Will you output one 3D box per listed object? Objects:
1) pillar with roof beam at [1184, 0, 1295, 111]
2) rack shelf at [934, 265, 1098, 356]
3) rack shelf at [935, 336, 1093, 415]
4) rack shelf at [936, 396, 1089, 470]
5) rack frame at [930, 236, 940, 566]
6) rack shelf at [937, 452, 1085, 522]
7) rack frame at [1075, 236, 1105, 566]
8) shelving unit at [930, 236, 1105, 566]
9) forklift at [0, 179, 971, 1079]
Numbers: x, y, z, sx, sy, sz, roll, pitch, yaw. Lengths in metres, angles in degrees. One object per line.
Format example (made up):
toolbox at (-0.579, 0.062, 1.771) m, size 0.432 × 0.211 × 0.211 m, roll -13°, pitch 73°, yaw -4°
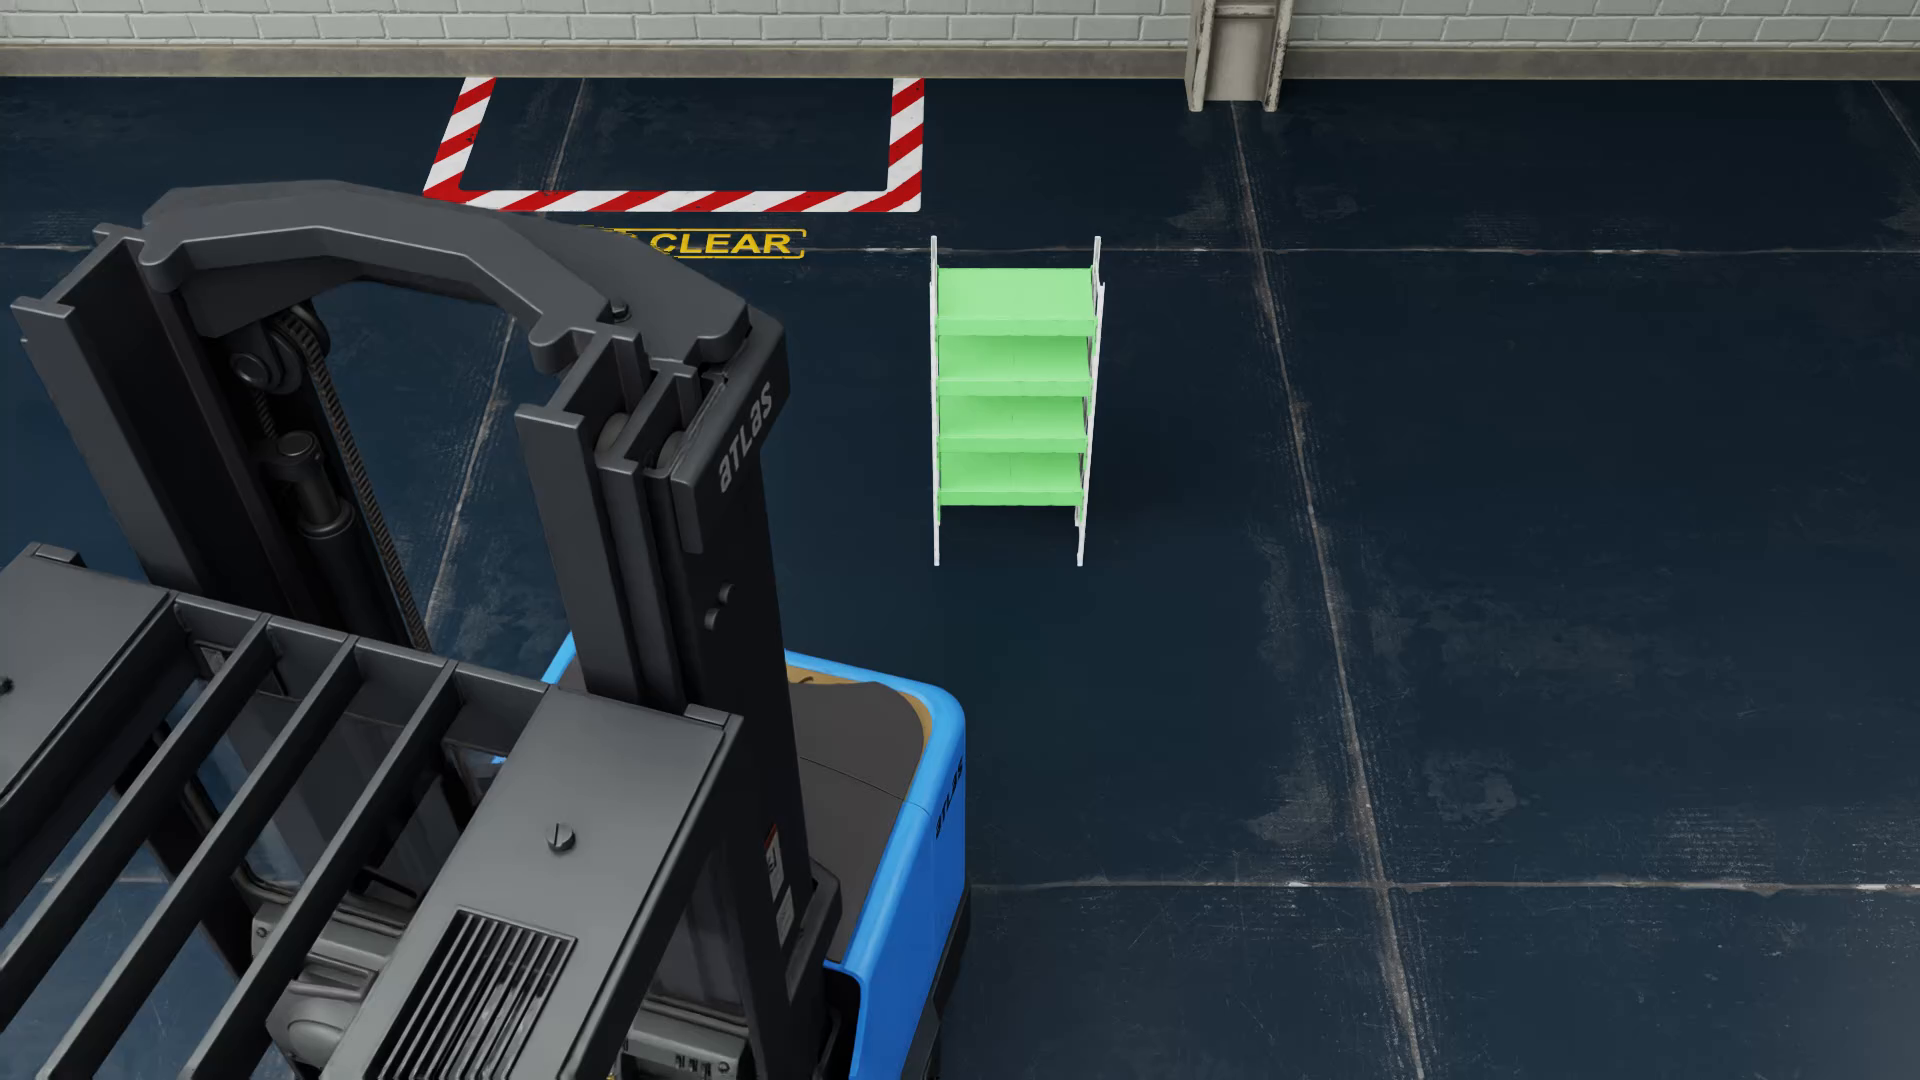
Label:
pillar with roof beam at (1.229, -1.979, 1.444) m, size 0.400 × 9.000 × 9.100 m, roll 0°, pitch 47°, yaw 0°
rack shelf at (0.166, -0.692, 5.006) m, size 0.480 × 0.148 × 0.258 m, roll 0°, pitch 47°, yaw 0°
rack shelf at (0.166, -0.528, 5.181) m, size 0.480 × 0.148 × 0.258 m, roll 0°, pitch 47°, yaw 0°
rack shelf at (0.166, -0.365, 5.357) m, size 0.480 × 0.148 × 0.258 m, roll 0°, pitch 47°, yaw 0°
rack frame at (-0.078, -0.409, 5.311) m, size 0.015 × 1.200 × 0.240 m, roll 0°, pitch 47°, yaw 0°
rack shelf at (0.166, -0.201, 5.533) m, size 0.480 × 0.148 × 0.258 m, roll 0°, pitch 47°, yaw 0°
rack frame at (0.410, -0.408, 5.310) m, size 0.015 × 1.200 × 0.240 m, roll 0°, pitch 47°, yaw 0°
shelving unit at (0.166, -0.408, 5.310) m, size 0.503 × 1.200 × 0.258 m, roll 0°, pitch 47°, yaw 0°
forklift at (-0.883, 1.028, 2.791) m, size 1.130 × 2.935 × 3.031 m, roll 12°, pitch 48°, yaw 11°
